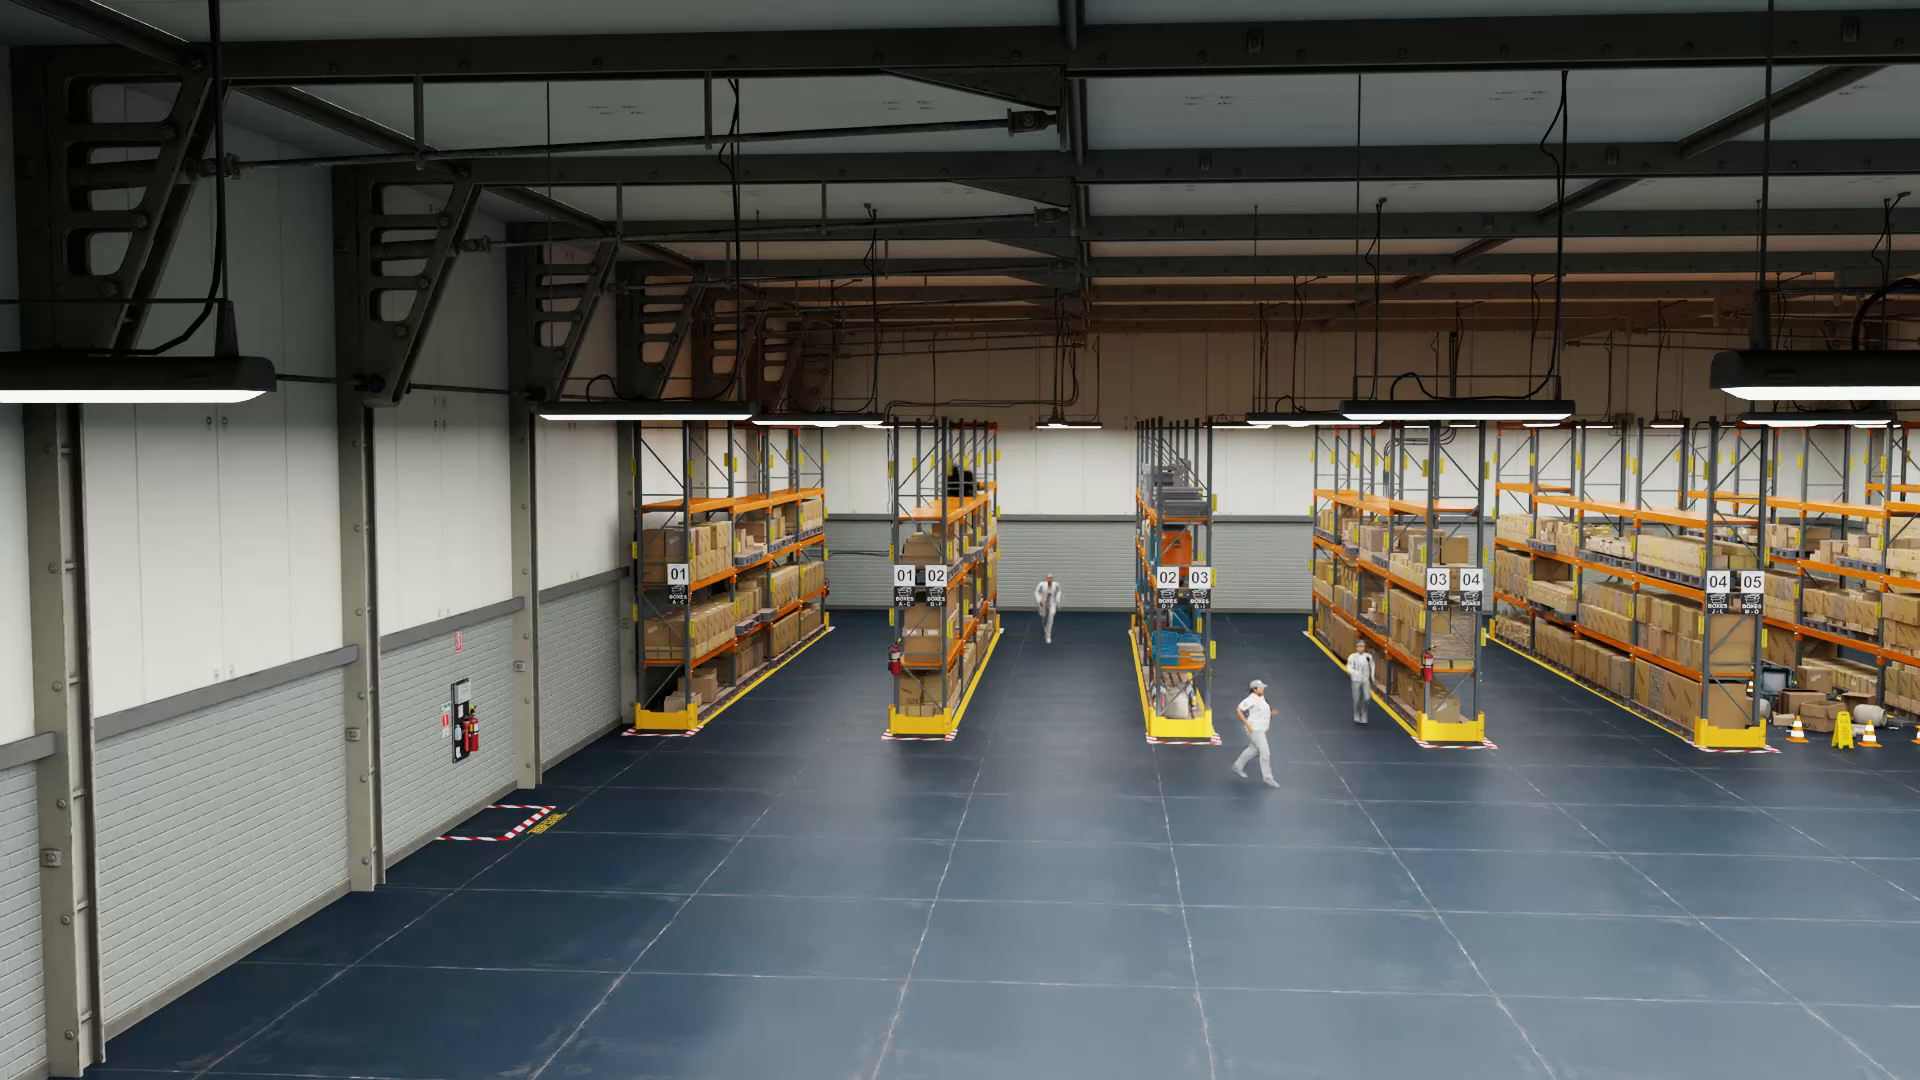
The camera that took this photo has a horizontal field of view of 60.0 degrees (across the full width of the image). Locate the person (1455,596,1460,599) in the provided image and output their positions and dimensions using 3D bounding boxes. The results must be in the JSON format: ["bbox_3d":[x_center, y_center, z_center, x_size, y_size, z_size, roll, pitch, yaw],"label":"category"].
[{"bbox_3d":[13.666,1.834,46.751,0.800,1.668,0.673,2,4,31],"label":"person"}]

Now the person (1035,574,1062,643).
[{"bbox_3d":[2.305,1.761,43.519,0.714,1.780,1.014,0,4,0],"label":"person"}]

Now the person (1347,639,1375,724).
[{"bbox_3d":[7.834,2.762,32.447,0.578,1.671,0.739,0,4,5],"label":"person"}]

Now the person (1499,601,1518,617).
[{"bbox_3d":[15.695,1.759,47.330,0.605,1.728,0.659,0,4,-6],"label":"person"}]

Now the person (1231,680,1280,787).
[{"bbox_3d":[4.807,3.119,27.008,0.878,1.687,0.585,2,4,28],"label":"person"}]
